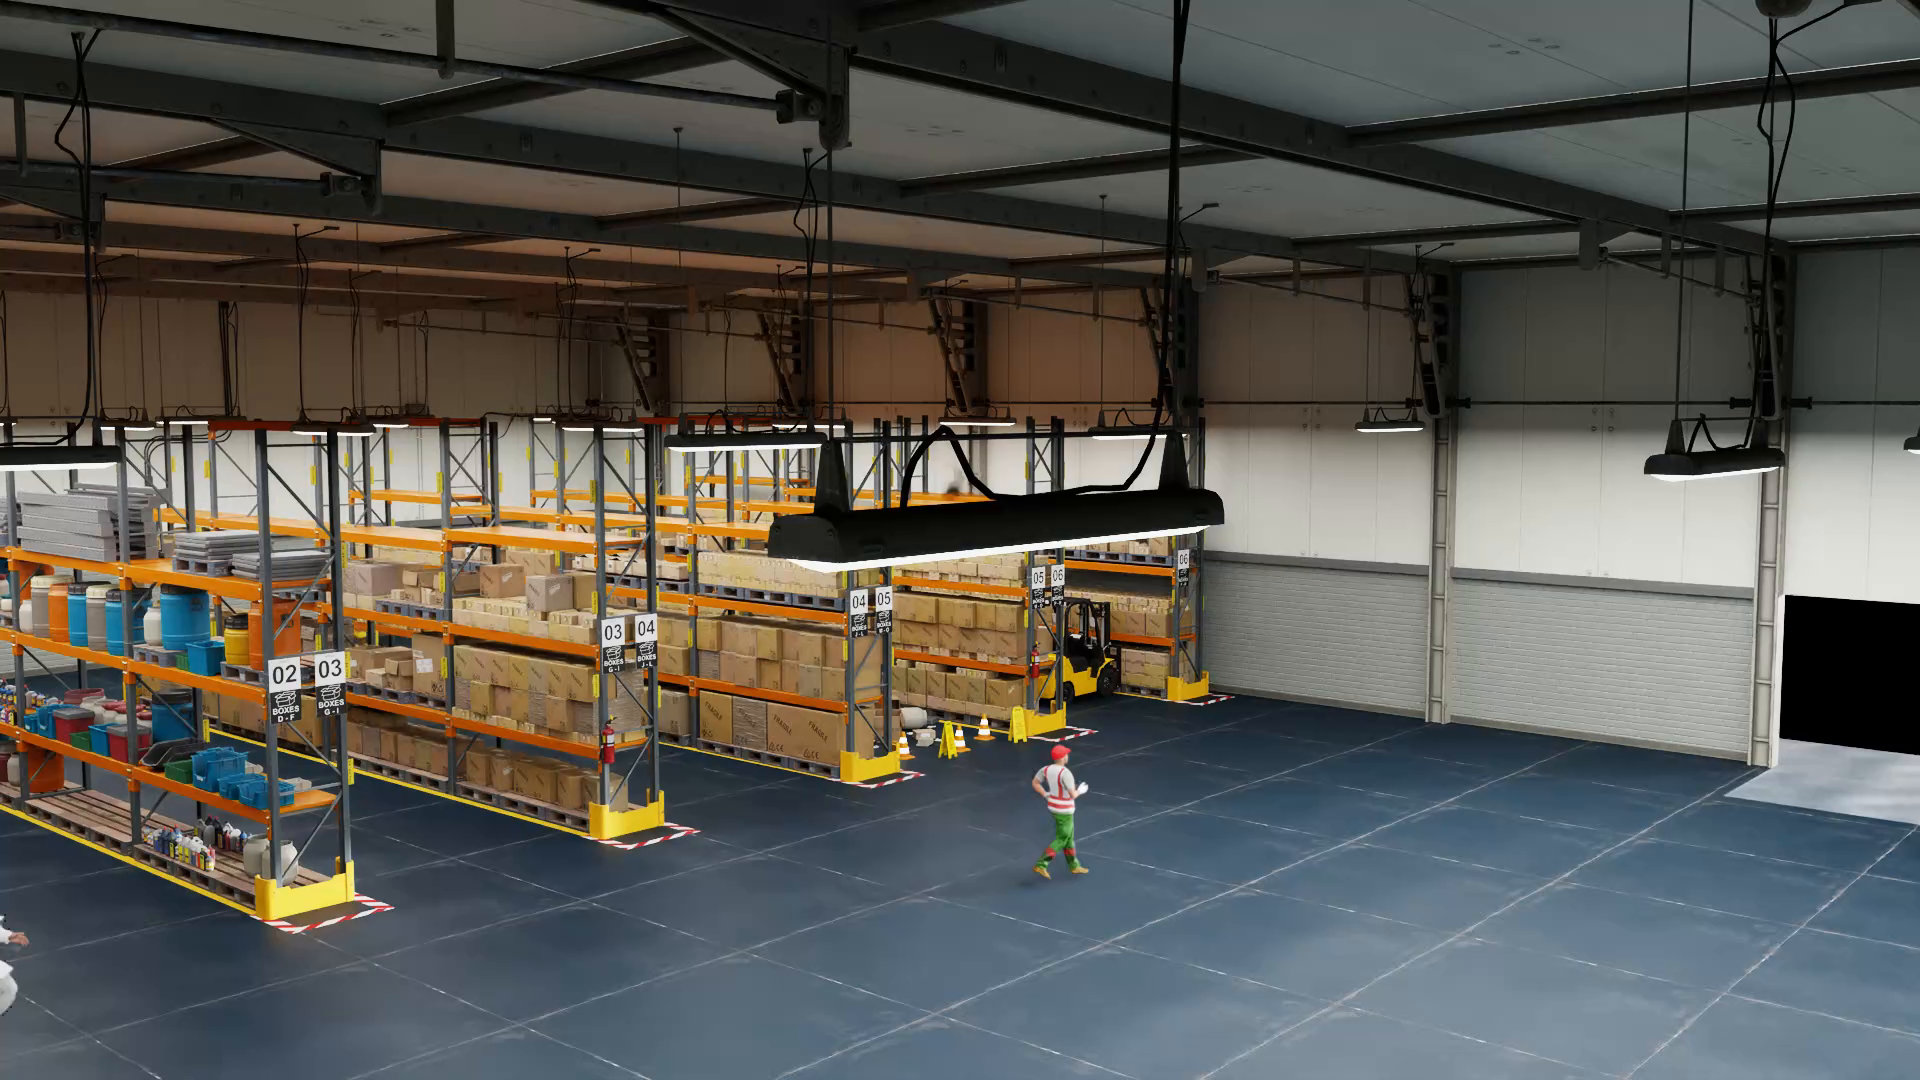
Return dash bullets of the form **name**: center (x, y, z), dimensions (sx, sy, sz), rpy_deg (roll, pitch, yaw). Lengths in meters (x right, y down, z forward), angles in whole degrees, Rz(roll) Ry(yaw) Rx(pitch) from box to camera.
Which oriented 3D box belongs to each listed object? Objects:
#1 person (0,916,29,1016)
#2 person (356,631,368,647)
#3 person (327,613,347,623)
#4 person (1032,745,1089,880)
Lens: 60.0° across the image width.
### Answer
- **person**: center (-9.543, 4.112, 16.233), dimensions (0.788, 1.721, 0.647), rpy_deg (-2, 5, -23)
- **person**: center (-11.831, 2.689, 33.025), dimensions (0.972, 1.765, 0.701), rpy_deg (3, 6, 32)
- **person**: center (-14.850, 2.222, 38.976), dimensions (0.770, 1.722, 0.947), rpy_deg (3, 6, 36)
- **person**: center (1.340, 3.577, 21.916), dimensions (0.933, 1.779, 0.657), rpy_deg (-3, 5, -29)
